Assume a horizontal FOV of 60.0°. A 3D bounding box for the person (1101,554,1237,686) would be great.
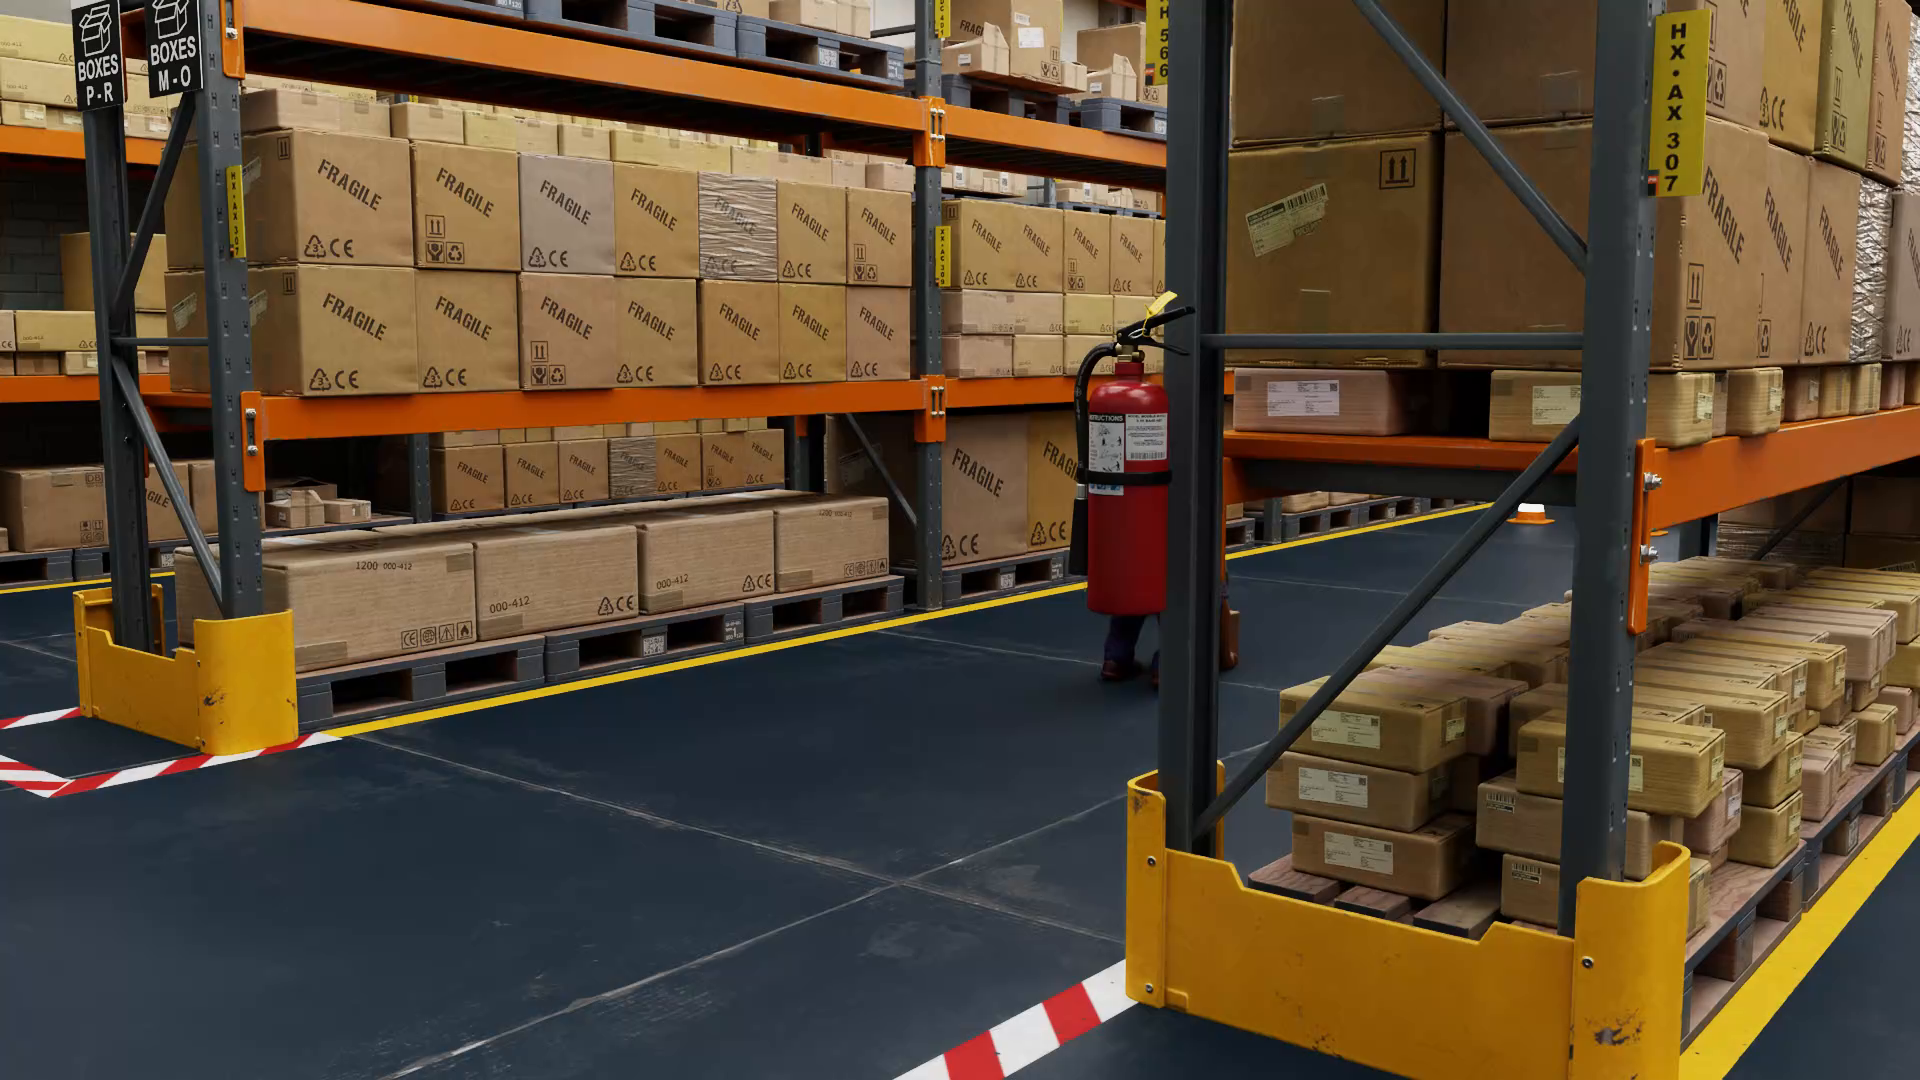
[{"bbox_3d":[0.937,0.263,7.546,0.511,0.747,0.902,5,8,37],"label":"person"}]
